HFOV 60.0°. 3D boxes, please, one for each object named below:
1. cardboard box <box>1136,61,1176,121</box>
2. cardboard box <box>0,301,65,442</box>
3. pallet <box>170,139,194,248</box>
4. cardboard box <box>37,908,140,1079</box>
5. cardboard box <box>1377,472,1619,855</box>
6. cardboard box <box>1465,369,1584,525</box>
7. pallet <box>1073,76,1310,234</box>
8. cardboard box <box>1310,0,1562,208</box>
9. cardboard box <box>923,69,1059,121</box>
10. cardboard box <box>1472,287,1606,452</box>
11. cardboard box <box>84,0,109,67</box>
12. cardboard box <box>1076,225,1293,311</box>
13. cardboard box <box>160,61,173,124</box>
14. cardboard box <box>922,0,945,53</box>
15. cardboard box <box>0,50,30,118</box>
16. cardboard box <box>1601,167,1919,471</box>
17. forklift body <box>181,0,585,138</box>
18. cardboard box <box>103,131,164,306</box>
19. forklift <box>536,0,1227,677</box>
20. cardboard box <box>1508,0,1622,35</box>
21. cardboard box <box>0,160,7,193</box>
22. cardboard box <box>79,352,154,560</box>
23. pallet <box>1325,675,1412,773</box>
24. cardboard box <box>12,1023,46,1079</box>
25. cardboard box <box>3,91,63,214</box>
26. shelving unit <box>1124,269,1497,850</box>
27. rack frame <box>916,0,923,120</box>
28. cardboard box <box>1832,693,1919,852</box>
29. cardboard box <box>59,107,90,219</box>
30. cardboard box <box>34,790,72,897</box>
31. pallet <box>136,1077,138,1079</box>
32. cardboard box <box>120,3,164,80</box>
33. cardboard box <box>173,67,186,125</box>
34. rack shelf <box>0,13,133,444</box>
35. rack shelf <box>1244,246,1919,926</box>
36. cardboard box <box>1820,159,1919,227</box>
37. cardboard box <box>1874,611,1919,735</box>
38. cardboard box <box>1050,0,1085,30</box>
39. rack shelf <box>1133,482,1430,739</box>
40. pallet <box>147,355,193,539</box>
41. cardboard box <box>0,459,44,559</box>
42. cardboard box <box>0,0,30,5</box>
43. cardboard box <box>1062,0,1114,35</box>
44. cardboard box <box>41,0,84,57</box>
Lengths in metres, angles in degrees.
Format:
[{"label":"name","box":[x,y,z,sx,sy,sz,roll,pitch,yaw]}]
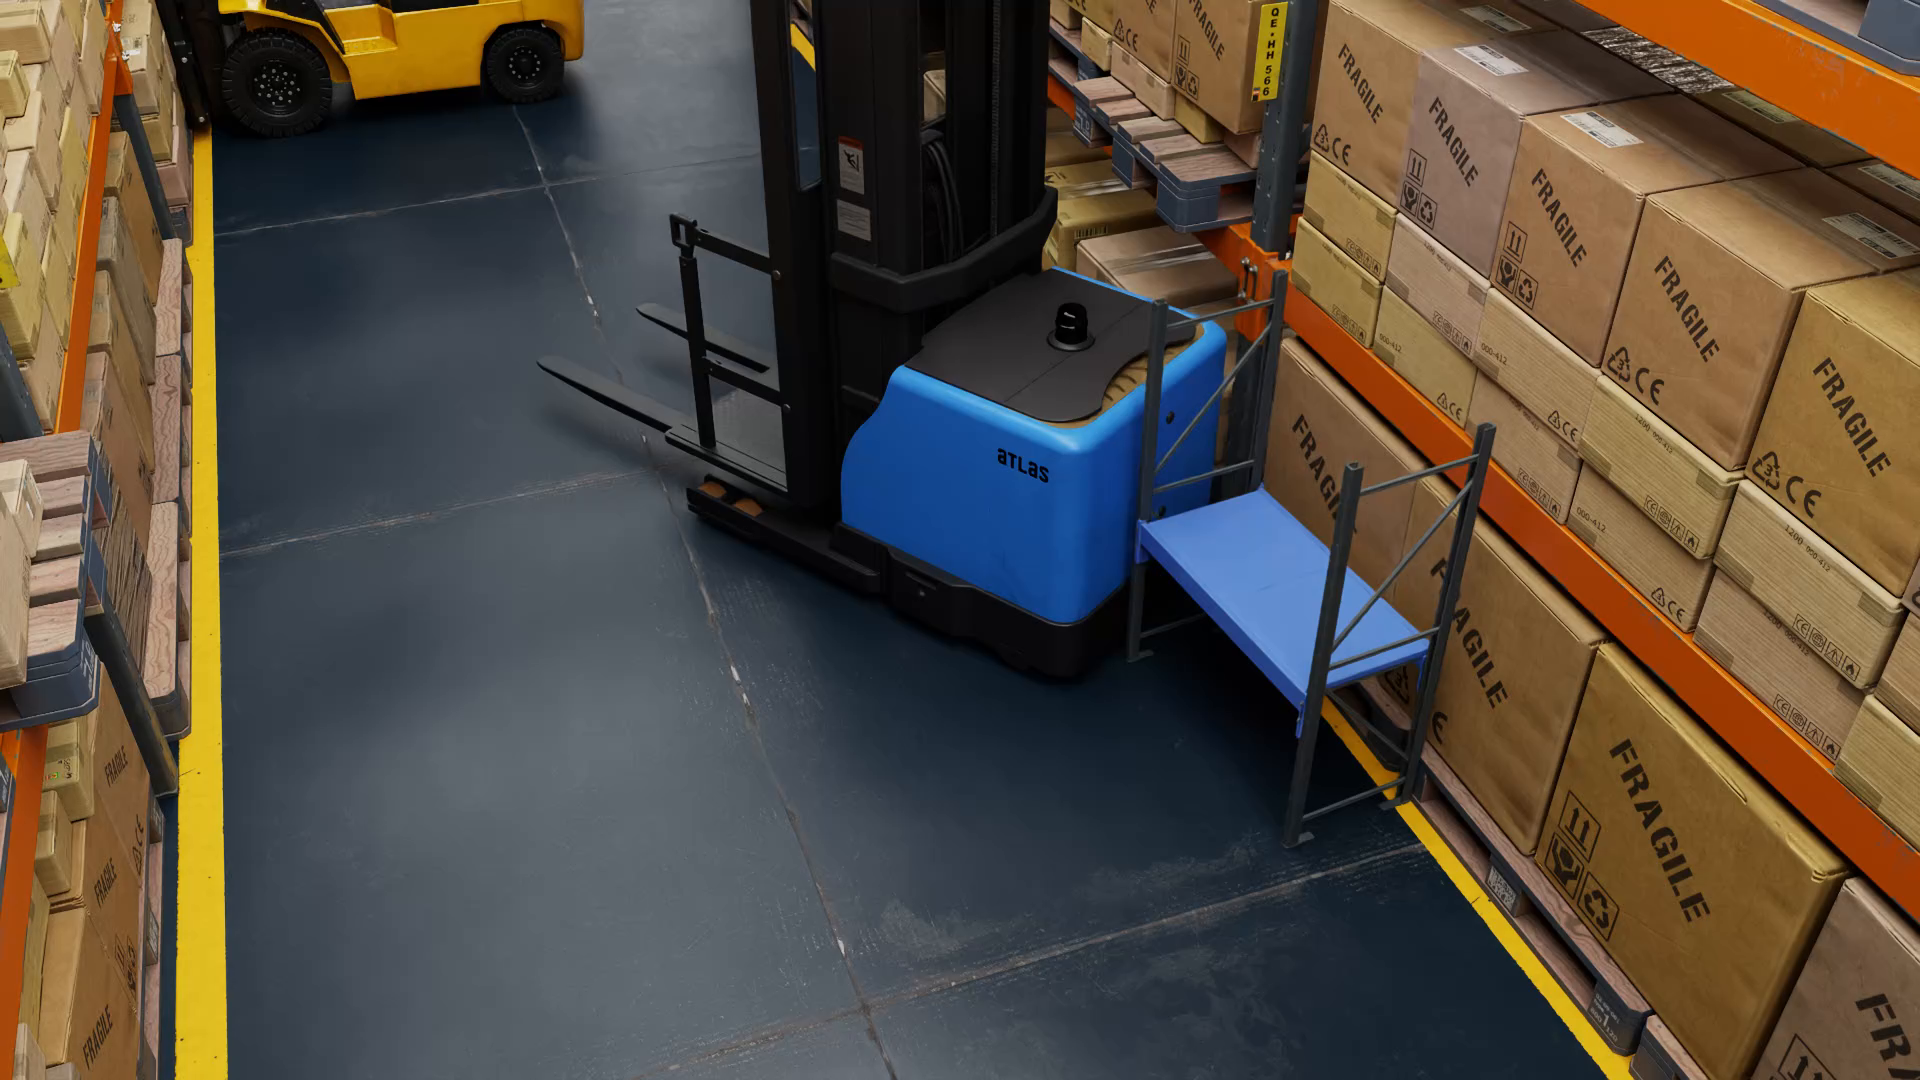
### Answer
[{"label":"cardboard box","box":[0.910,-1.773,6.470,0.380,0.149,0.250,-13,39,-16]},{"label":"cardboard box","box":[-3.050,-0.511,5.060,0.500,0.250,0.500,-12,39,-16]},{"label":"pallet","box":[-4.737,-1.873,9.061,1.003,0.211,1.213,-12,39,-16]},{"label":"cardboard box","box":[-2.434,1.336,4.212,0.500,0.500,0.500,-11,38,-14]},{"label":"cardboard box","box":[1.996,0.294,5.284,0.875,0.875,0.875,-12,39,-15]},{"label":"cardboard box","box":[1.833,-0.327,4.815,0.500,0.250,0.500,-11,38,-14]},{"label":"pallet","box":[1.188,-1.603,6.545,1.213,0.211,1.003,-12,39,-16]},{"label":"cardboard box","box":[1.473,-1.409,5.214,0.500,0.500,0.500,-14,39,-17]},{"label":"cardboard box","box":[0.339,-2.381,9.253,0.950,0.372,0.625,-12,39,-15]},{"label":"cardboard box","box":[1.812,-0.525,4.663,0.500,0.250,0.500,-13,39,-16]},{"label":"cardboard box","box":[-4.084,-2.239,7.354,0.500,0.250,0.500,-12,39,-15]},{"label":"cardboard box","box":[1.086,-1.154,7.624,0.950,0.372,0.625,-13,39,-17]},{"label":"cardboard box","box":[-4.555,-2.419,8.990,0.500,0.250,0.500,-13,39,-16]},{"label":"cardboard box","box":[-0.299,-3.206,9.827,0.500,0.500,0.500,-13,39,-17]},{"label":"cardboard box","box":[-3.413,-1.536,5.674,0.380,0.149,0.250,-12,39,-15]},{"label":"cardboard box","box":[1.987,-0.550,4.073,0.500,0.500,0.500,-12,39,-15]},{"label":"forklift body","box":[-3.514,-3.756,9.949,2.313,2.155,1.214,-12,39,-16]},{"label":"cardboard box","box":[-4.313,-1.456,7.814,0.875,0.625,0.625,-11,38,-14]},{"label":"forklift","box":[-0.496,-1.400,6.172,3.031,2.935,1.130,25,44,29]},{"label":"cardboard box","box":[1.956,-1.501,5.335,0.500,0.500,0.500,-13,39,-17]},{"label":"cardboard box","box":[-3.165,-1.100,5.095,0.380,0.149,0.250,-11,38,-15]},{"label":"cardboard box","box":[-3.560,-0.211,6.162,0.875,0.625,0.625,-11,38,-14]},{"label":"pallet","box":[1.733,0.276,6.209,1.003,0.211,1.213,-12,39,-16]},{"label":"cardboard box","box":[-2.289,1.284,3.742,0.380,0.149,0.250,-14,39,-18]},{"label":"cardboard box","box":[-3.384,-1.293,5.683,0.500,0.250,0.500,-13,39,-17]},{"label":"shelving unit","box":[1.060,0.061,5.423,0.538,1.500,1.048,-16,40,-20]},{"label":"rack frame","box":[0.156,-3.559,8.982,1.000,3.000,0.127,-12,39,-16]},{"label":"cardboard box","box":[2.344,0.531,3.676,0.500,0.250,0.500,-13,39,-17]},{"label":"cardboard box","box":[-3.579,-1.379,6.212,0.500,0.250,0.500,-11,38,-14]},{"label":"cardboard box","box":[-2.546,0.834,4.339,0.380,0.149,0.250,-14,39,-17]},{"label":"pallet","box":[-2.489,1.962,3.970,1.003,0.211,1.213,-12,39,-16]},{"label":"cardboard box","box":[-4.541,-2.627,8.850,0.500,0.250,0.500,-12,39,-16]},{"label":"cardboard box","box":[-4.739,-2.511,9.527,0.500,0.250,0.500,-12,39,-15]},{"label":"rack shelf","box":[-3.815,-1.112,6.331,1.077,0.370,4.000,-12,39,-16]},{"label":"rack shelf","box":[2.221,0.118,4.698,1.077,0.370,4.000,-12,39,-16]},{"label":"cardboard box","box":[2.473,-0.643,4.197,0.500,0.500,0.500,-13,39,-17]},{"label":"cardboard box","box":[2.350,0.341,3.513,0.500,0.250,0.500,-12,38,-15]},{"label":"cardboard box","box":[0.592,-2.362,7.252,0.380,0.149,0.250,-14,39,-17]},{"label":"rack shelf","box":[1.060,0.205,5.531,0.538,0.185,1.000,-16,40,-20]},{"label":"pallet","box":[-3.789,-0.317,6.995,1.003,0.211,1.213,-12,39,-16]},{"label":"cardboard box","box":[-2.540,-0.045,4.177,0.380,0.149,0.250,-12,39,-15]},{"label":"cardboard box","box":[-3.709,-1.965,6.244,0.380,0.149,0.250,-12,39,-16]},{"label":"cardboard box","box":[0.752,-2.400,6.763,0.500,0.500,0.500,-15,40,-19]},{"label":"cardboard box","box":[-3.910,-2.155,6.827,0.500,0.250,0.500,-13,39,-17]}]
